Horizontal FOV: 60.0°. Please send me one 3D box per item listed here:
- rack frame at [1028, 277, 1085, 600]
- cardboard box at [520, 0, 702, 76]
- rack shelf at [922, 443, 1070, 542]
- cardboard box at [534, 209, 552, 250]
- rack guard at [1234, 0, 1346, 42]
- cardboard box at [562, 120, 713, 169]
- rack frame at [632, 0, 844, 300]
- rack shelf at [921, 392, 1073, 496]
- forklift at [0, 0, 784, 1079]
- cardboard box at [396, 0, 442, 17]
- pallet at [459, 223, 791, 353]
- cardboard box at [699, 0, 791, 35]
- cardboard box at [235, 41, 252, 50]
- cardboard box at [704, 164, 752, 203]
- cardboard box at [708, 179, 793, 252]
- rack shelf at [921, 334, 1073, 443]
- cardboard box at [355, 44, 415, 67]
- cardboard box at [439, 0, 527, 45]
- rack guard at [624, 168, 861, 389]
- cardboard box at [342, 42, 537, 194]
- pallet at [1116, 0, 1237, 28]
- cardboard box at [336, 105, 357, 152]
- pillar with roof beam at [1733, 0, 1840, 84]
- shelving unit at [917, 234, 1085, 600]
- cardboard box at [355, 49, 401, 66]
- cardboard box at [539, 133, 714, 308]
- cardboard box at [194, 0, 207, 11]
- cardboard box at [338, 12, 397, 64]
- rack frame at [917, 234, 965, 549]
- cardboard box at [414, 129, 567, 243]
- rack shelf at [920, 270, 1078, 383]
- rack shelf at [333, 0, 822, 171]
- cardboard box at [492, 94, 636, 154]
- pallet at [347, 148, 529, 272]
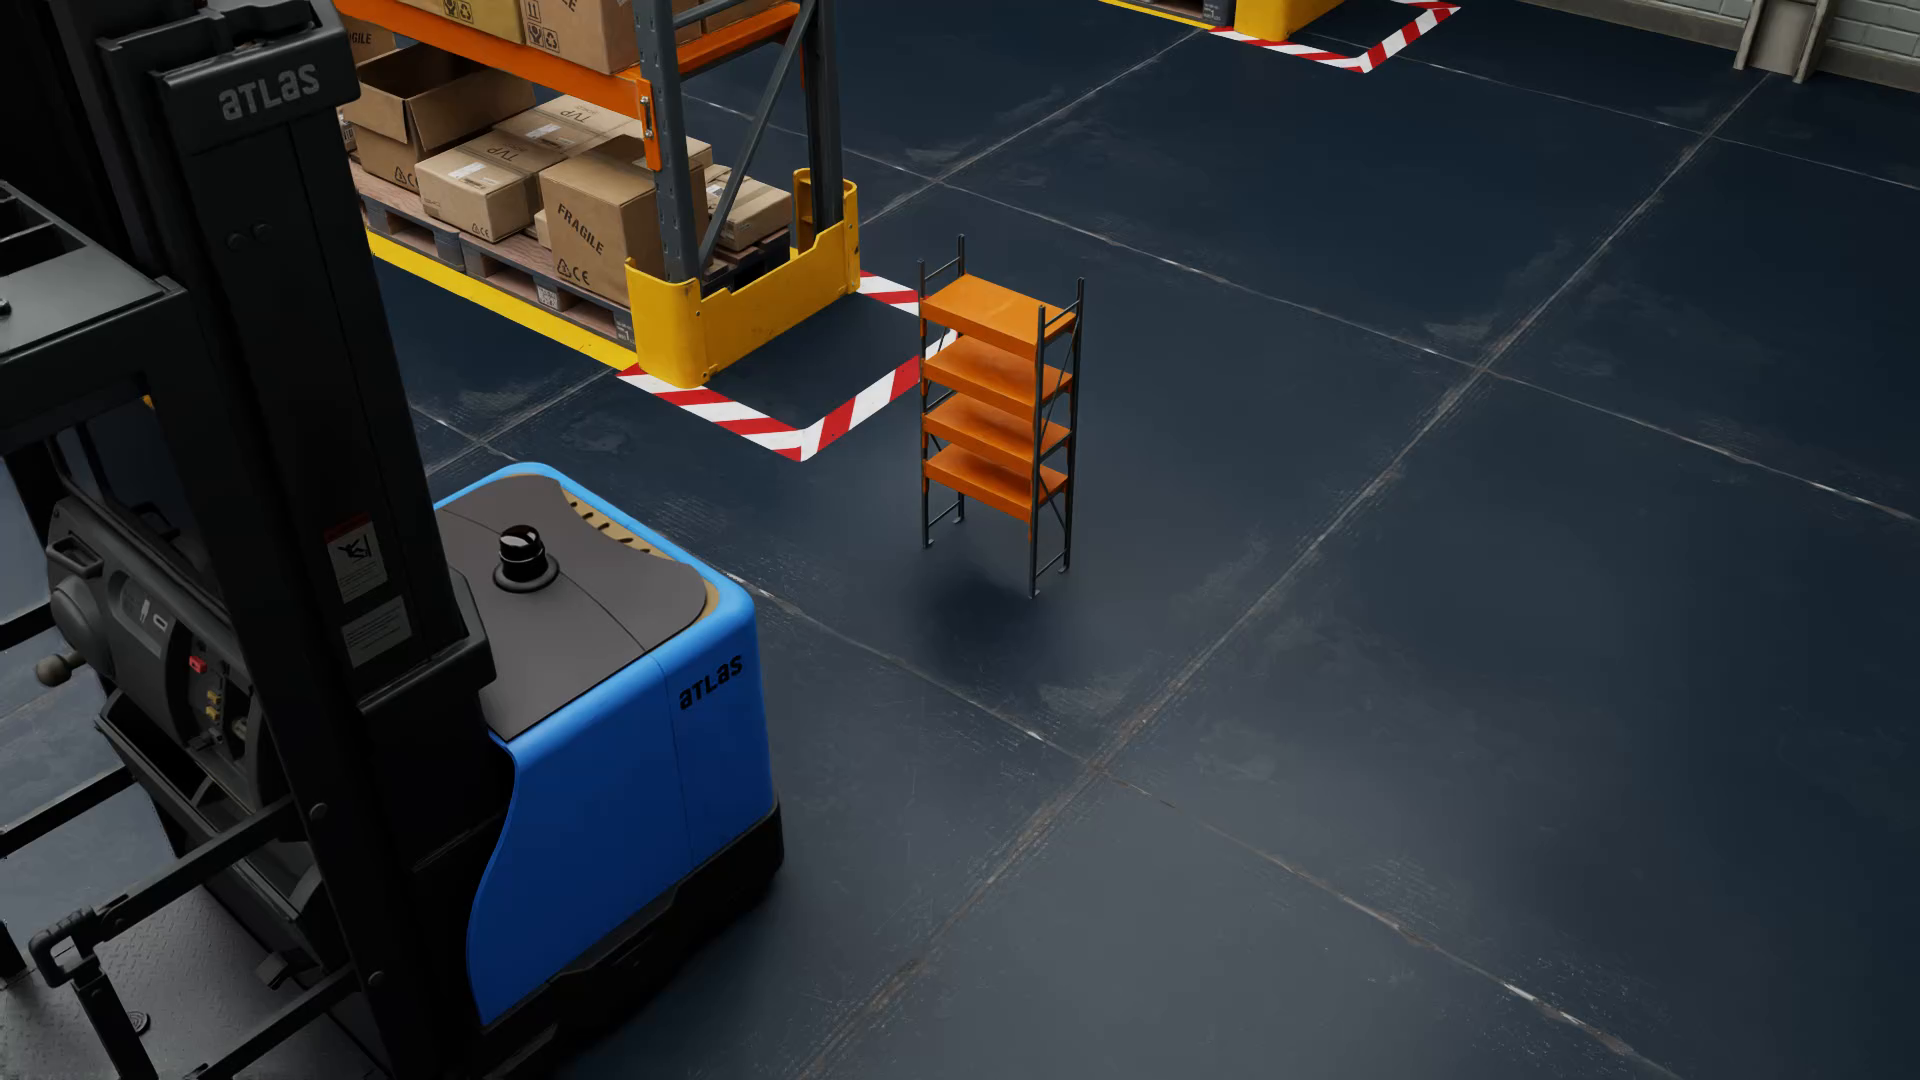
[{"bbox_3d":[0.325,-0.319,5.684,0.015,1.200,0.240,25,45,29],"label":"rack frame"},{"bbox_3d":[-1.390,-2.202,6.548,0.500,0.500,0.500,27,45,30],"label":"cardboard box"},{"bbox_3d":[0.131,-0.201,5.965,0.480,0.148,0.258,25,45,29],"label":"rack shelf"},{"bbox_3d":[-1.717,-1.464,7.629,0.250,0.166,0.380,25,45,29],"label":"cardboard box"},{"bbox_3d":[2.157,-3.562,10.394,0.348,0.500,1.175,25,45,29],"label":"rack guard"},{"bbox_3d":[-1.526,-1.748,7.924,0.500,0.250,0.500,25,45,29],"label":"cardboard box"},{"bbox_3d":[-0.869,-2.128,6.535,0.127,3.000,1.000,25,45,29],"label":"rack frame"},{"bbox_3d":[0.131,-0.357,5.842,0.480,0.148,0.258,25,45,29],"label":"rack shelf"},{"bbox_3d":[-1.880,0.314,3.472,1.130,2.935,3.031,29,46,32],"label":"forklift"},{"bbox_3d":[-2.197,-2.584,7.036,0.500,0.500,0.500,26,45,29],"label":"cardboard box"},{"bbox_3d":[-1.563,-1.357,7.812,1.213,0.211,1.003,25,45,29],"label":"pallet"},{"bbox_3d":[-1.061,-2.463,6.881,0.500,0.500,0.500,26,45,29],"label":"cardboard box"},{"bbox_3d":[-3.844,-2.478,8.805,0.500,0.311,0.500,25,45,29],"label":"cardboard box"},{"bbox_3d":[-1.191,-1.604,7.807,0.250,0.166,0.380,25,45,29],"label":"cardboard box"},{"bbox_3d":[-0.993,-1.504,7.693,0.250,0.149,0.380,25,45,29],"label":"cardboard box"},{"bbox_3d":[0.131,-0.534,5.705,0.480,0.148,0.258,25,45,29],"label":"rack shelf"},{"bbox_3d":[-2.825,-2.385,8.688,0.500,0.311,0.500,25,45,29],"label":"cardboard box"},{"bbox_3d":[-1.804,-2.394,6.794,0.500,0.500,0.500,26,45,29],"label":"cardboard box"},{"bbox_3d":[-0.929,-1.172,7.342,0.348,0.500,1.175,25,45,29],"label":"rack guard"},{"bbox_3d":[-2.551,-2.115,8.187,0.637,0.503,0.797,25,45,29],"label":"cardboard box"},{"bbox_3d":[1.455,-3.718,10.828,1.213,0.211,1.003,25,45,29],"label":"pallet"},{"bbox_3d":[-3.151,-2.102,8.442,0.250,0.166,0.380,25,45,29],"label":"cardboard box"},{"bbox_3d":[2.192,-4.222,4.342,0.400,9.000,9.100,25,45,29],"label":"pillar with roof beam"},{"bbox_3d":[0.131,-0.410,5.801,0.503,1.200,0.258,25,45,29],"label":"shelving unit"},{"bbox_3d":[-3.087,-2.491,8.954,0.250,0.149,0.380,25,45,29],"label":"cardboard box"},{"bbox_3d":[-1.450,-1.400,7.276,0.500,0.500,0.500,25,45,29],"label":"cardboard box"},{"bbox_3d":[-4.282,-3.116,9.467,0.500,0.500,0.500,23,44,27],"label":"cardboard box"},{"bbox_3d":[-3.421,-2.741,8.988,0.500,0.500,0.500,25,45,29],"label":"cardboard box"},{"bbox_3d":[-0.062,-0.502,5.918,0.015,1.200,0.240,25,45,29],"label":"rack frame"},{"bbox_3d":[-2.187,-1.672,7.826,0.500,0.250,0.500,25,45,29],"label":"cardboard box"},{"bbox_3d":[0.131,-0.720,5.559,0.480,0.148,0.258,25,45,29],"label":"rack shelf"},{"bbox_3d":[-2.457,-2.594,7.713,4.000,0.370,1.077,25,45,29],"label":"rack shelf"},{"bbox_3d":[-1.923,-1.936,8.163,0.500,0.250,0.500,25,45,29],"label":"cardboard box"},{"bbox_3d":[-2.528,-1.814,8.396,1.213,0.211,1.003,25,45,29],"label":"pallet"}]
